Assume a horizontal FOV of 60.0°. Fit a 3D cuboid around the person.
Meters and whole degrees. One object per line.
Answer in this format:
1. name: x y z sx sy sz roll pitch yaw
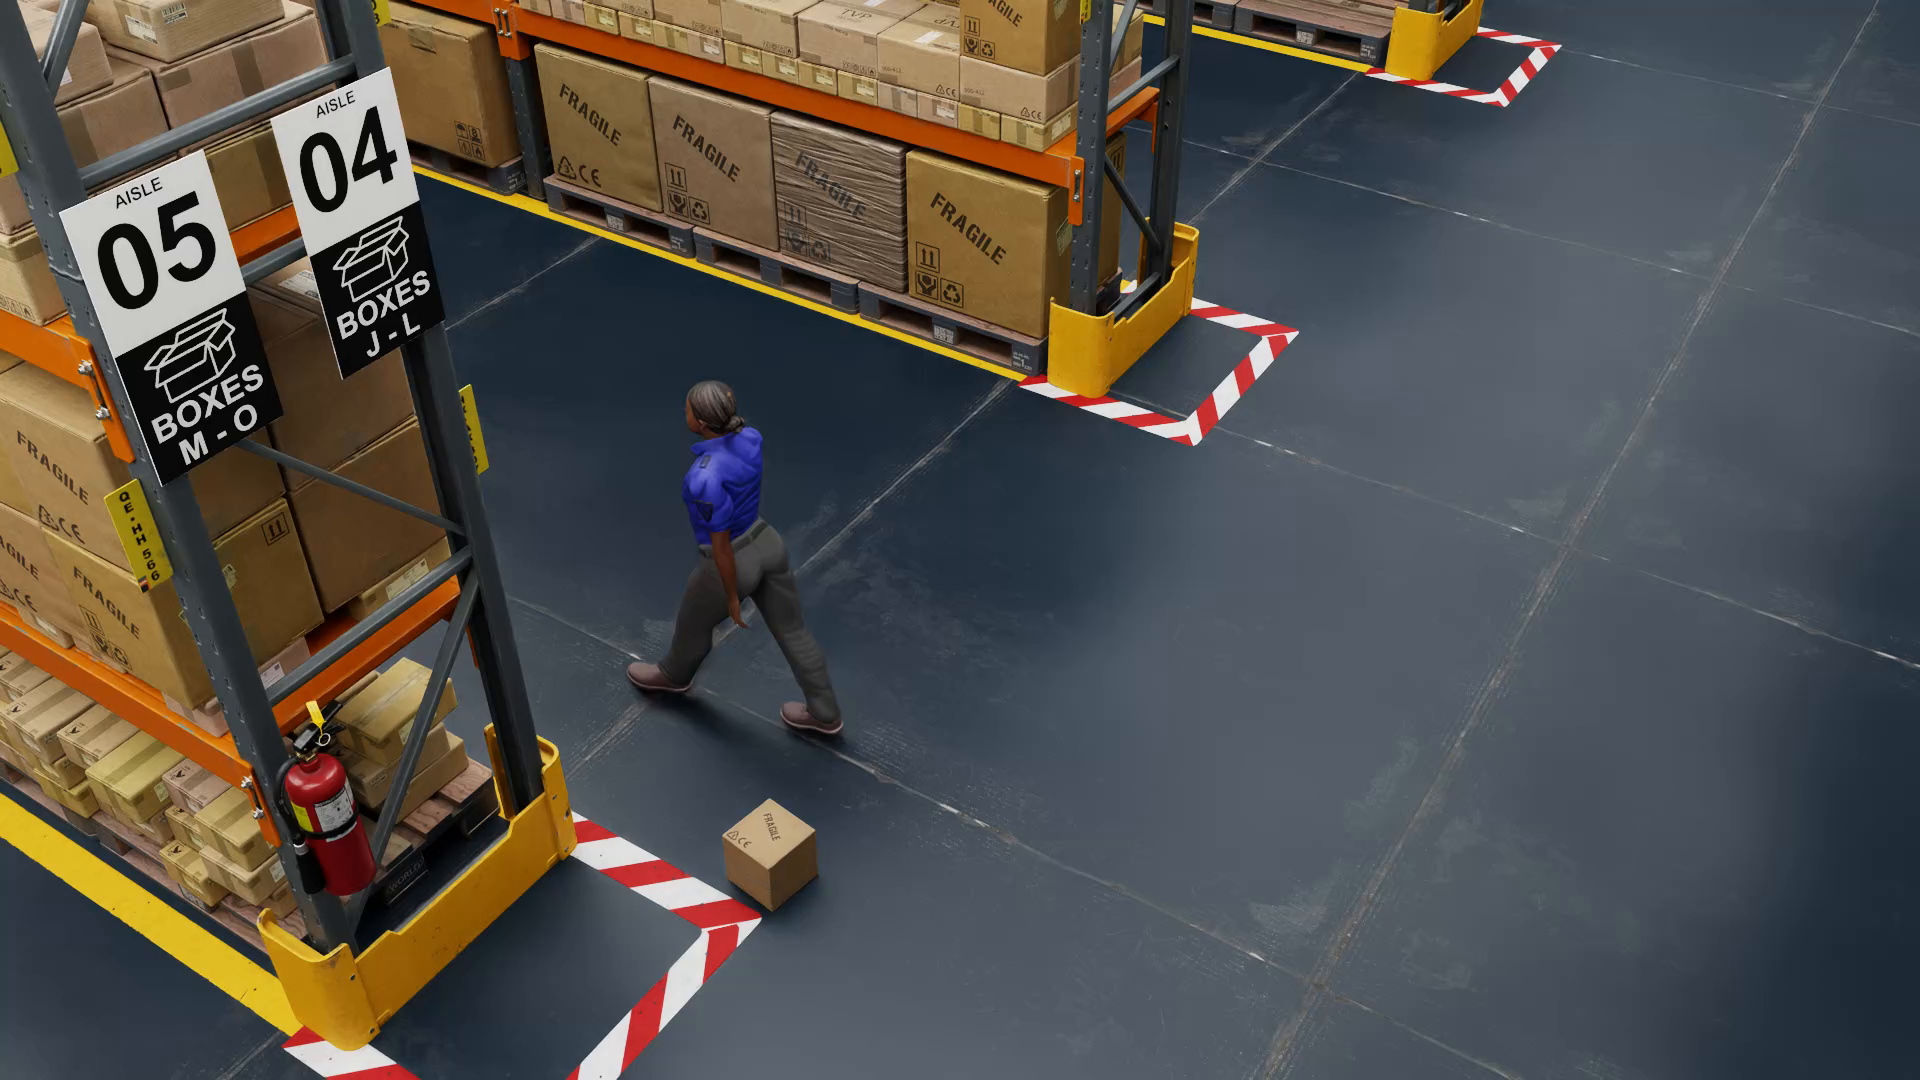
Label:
1. person: -0.926 0.047 6.614 0.991 1.589 0.444 22 44 25
